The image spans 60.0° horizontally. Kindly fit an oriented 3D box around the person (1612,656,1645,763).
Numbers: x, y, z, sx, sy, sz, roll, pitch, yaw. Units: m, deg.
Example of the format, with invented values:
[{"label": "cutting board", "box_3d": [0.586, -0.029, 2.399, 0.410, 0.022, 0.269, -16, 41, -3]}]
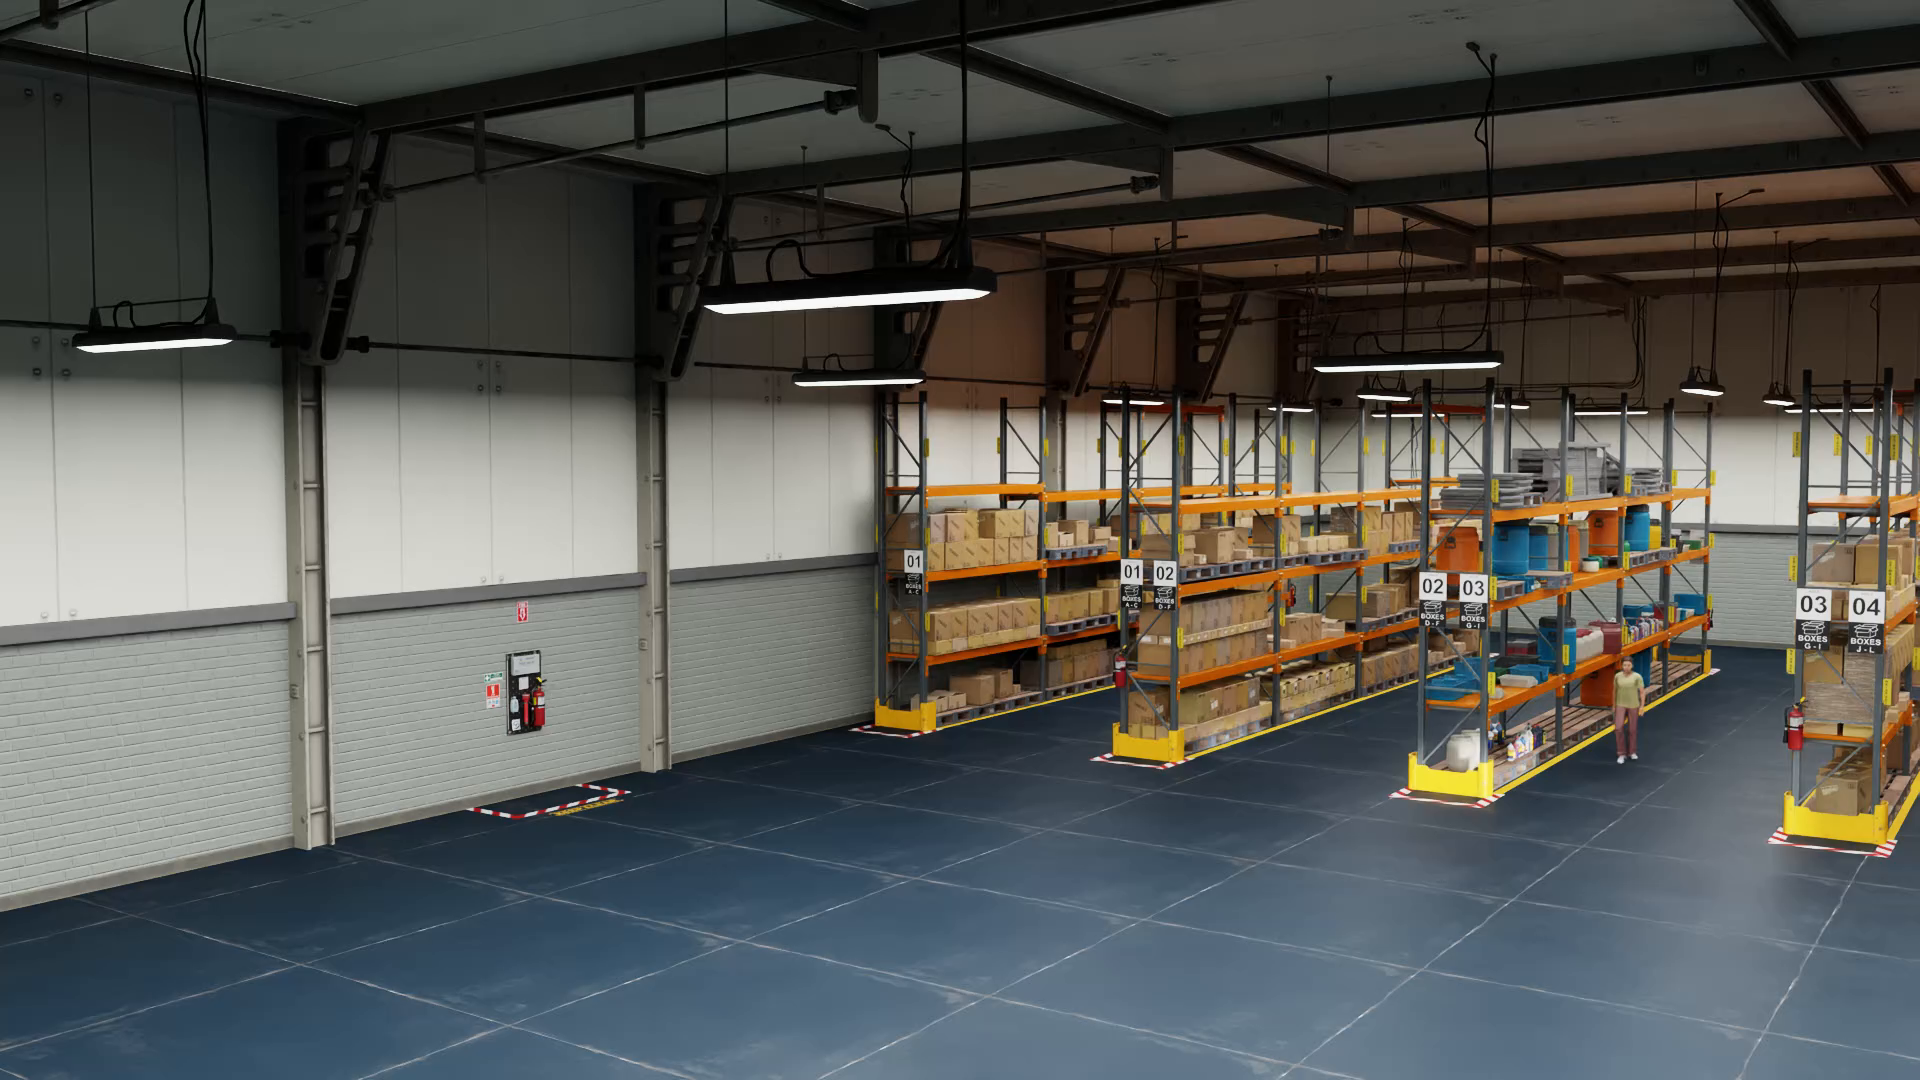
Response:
[{"label": "person", "box_3d": [10.673, 2.705, 26.571, 0.504, 1.712, 0.568, 2, 4, 29]}]
